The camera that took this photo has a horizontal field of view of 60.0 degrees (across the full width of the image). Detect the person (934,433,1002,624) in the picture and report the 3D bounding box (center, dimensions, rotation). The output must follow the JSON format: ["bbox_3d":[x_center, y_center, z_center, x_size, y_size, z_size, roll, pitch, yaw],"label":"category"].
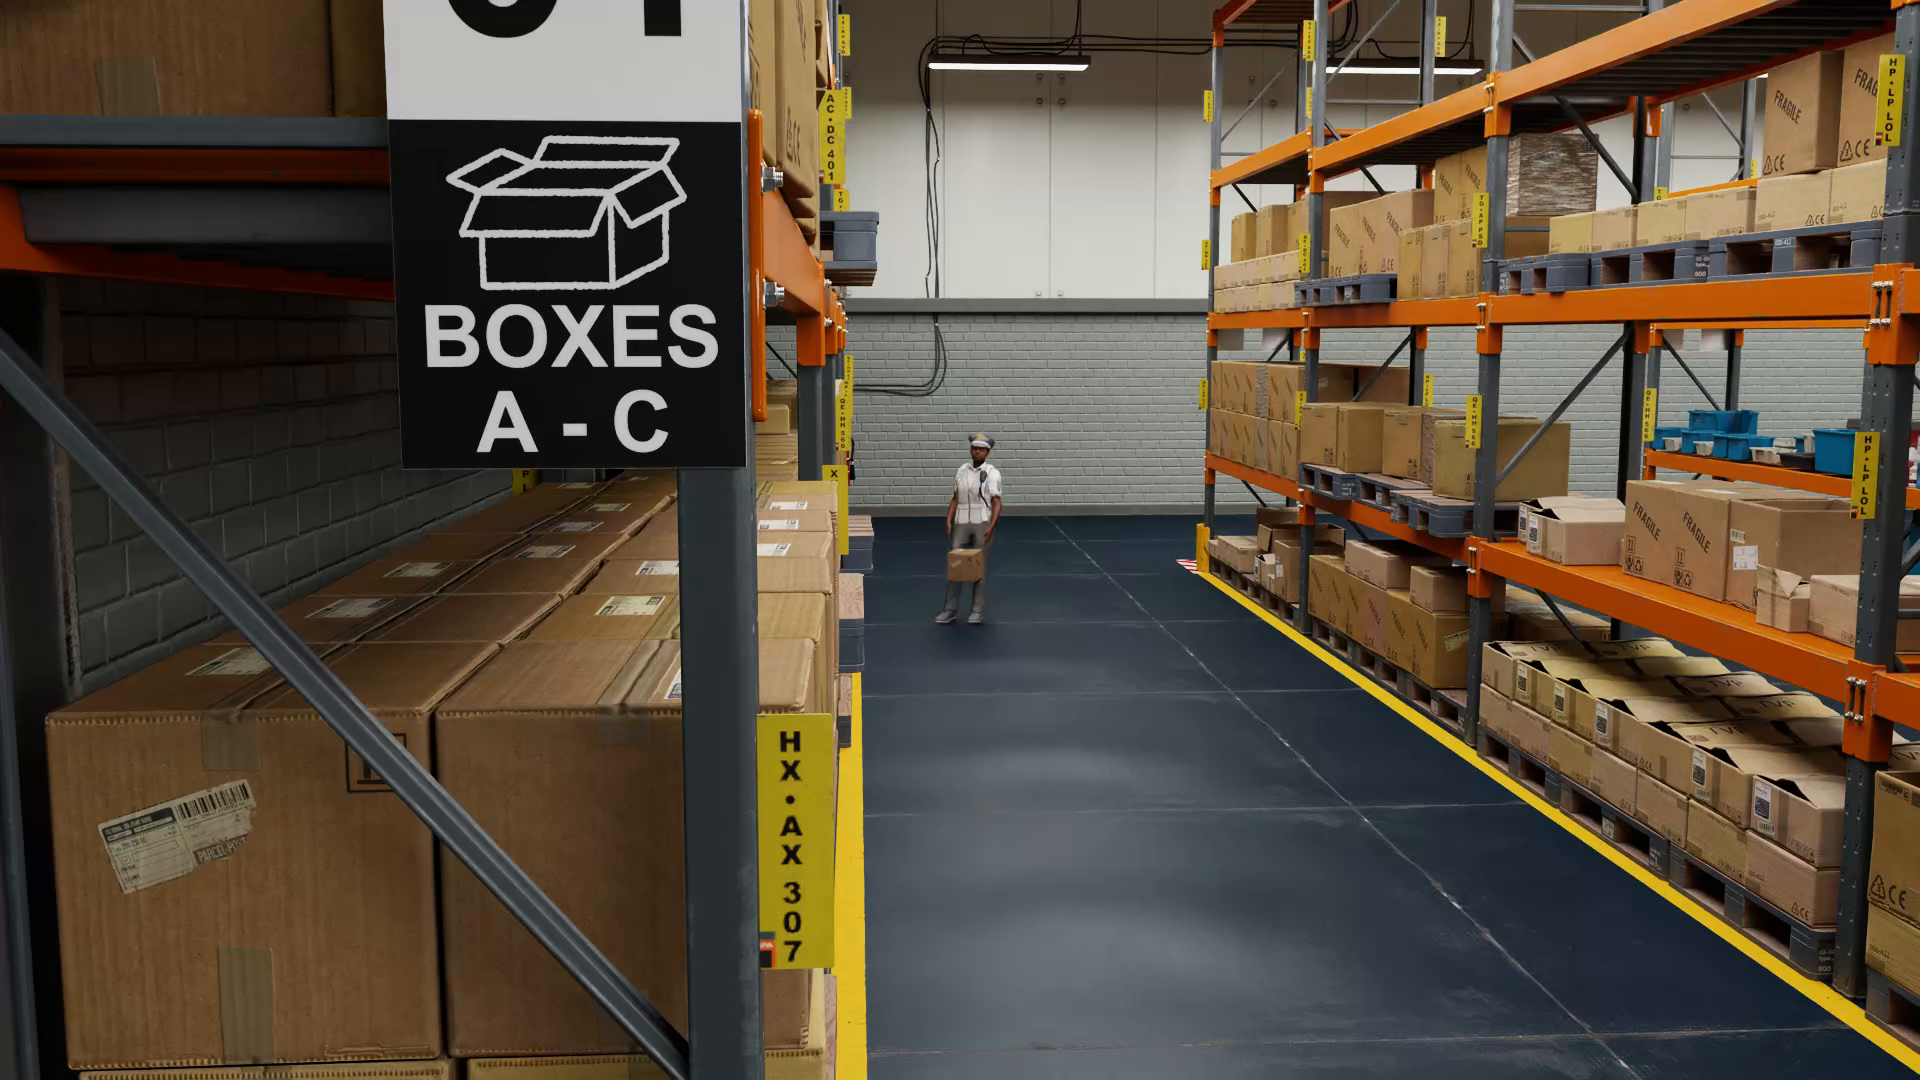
[{"bbox_3d":[0.089,-0.108,14.918,0.543,1.698,0.528,3,7,21],"label":"person"}]
